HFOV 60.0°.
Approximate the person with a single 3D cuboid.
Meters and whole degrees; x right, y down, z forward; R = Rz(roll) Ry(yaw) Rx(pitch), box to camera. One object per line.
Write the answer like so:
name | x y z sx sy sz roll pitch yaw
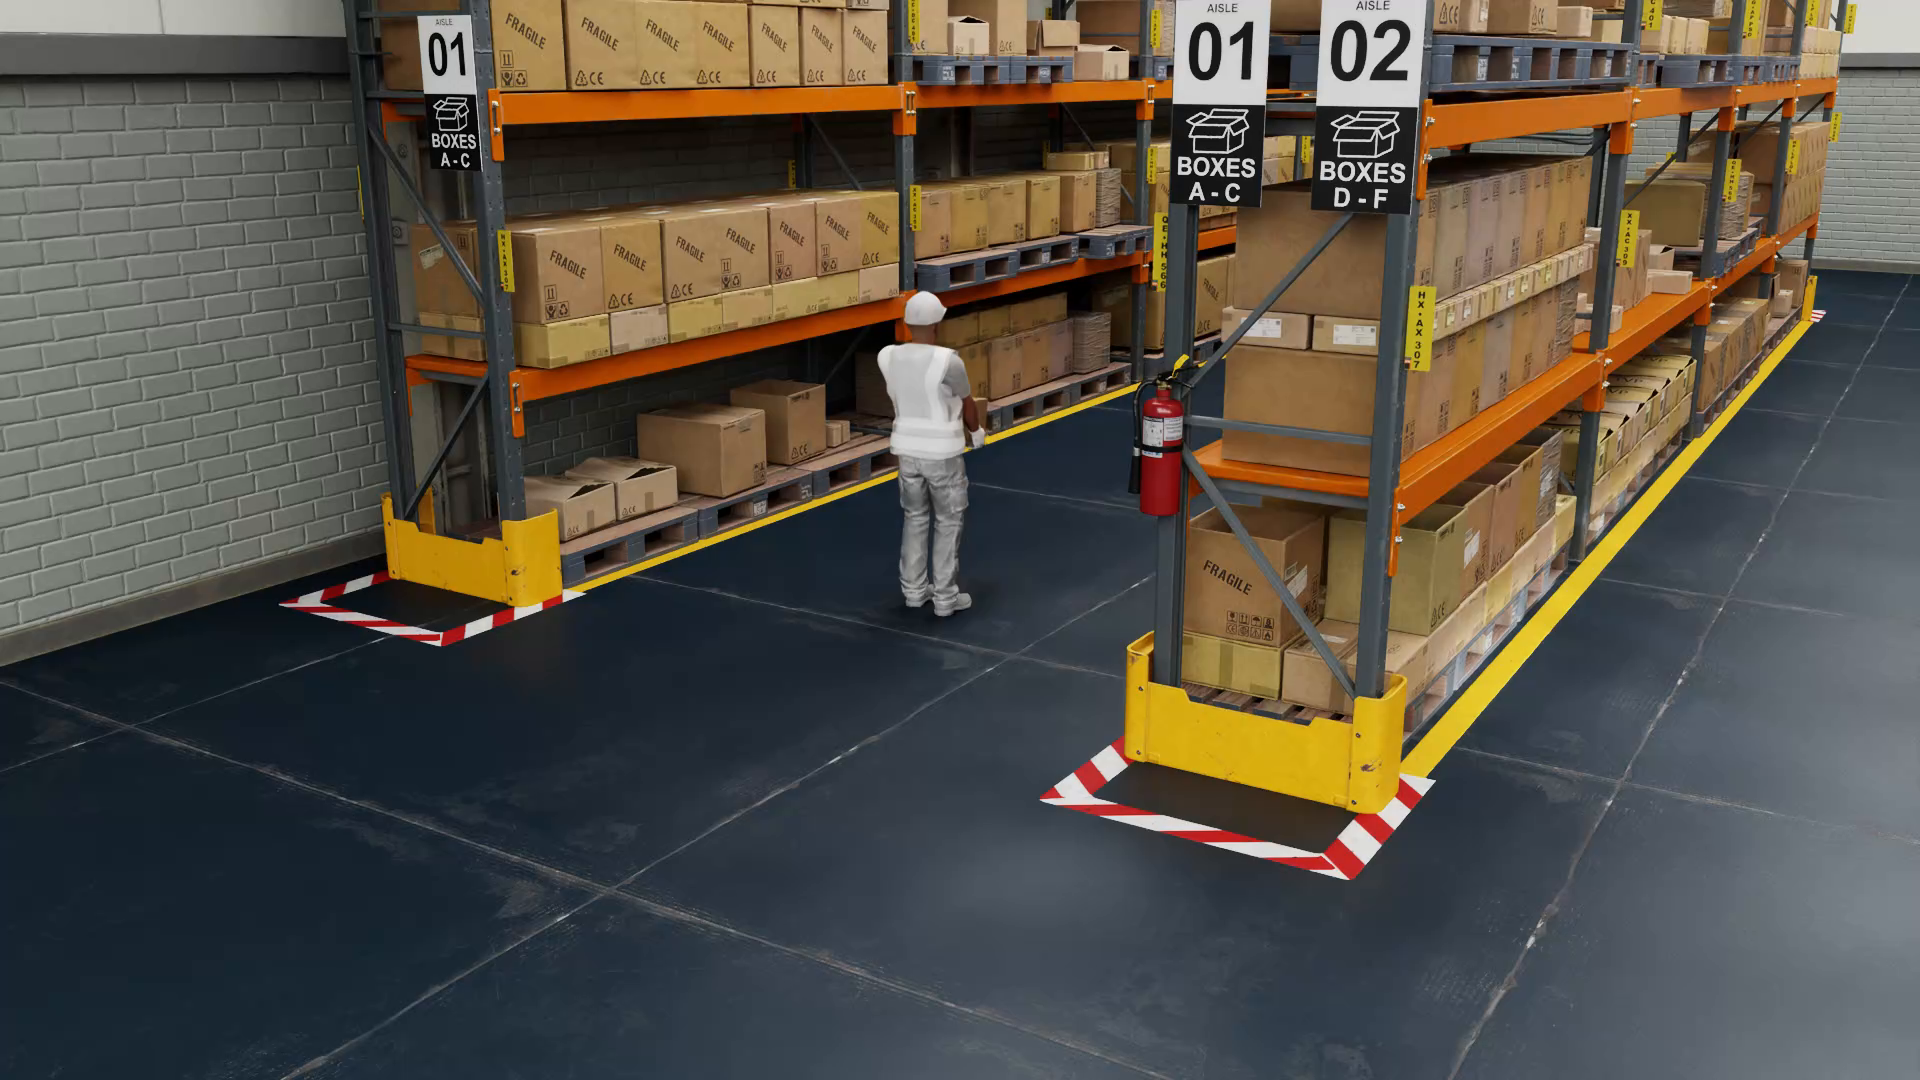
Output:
person | -0.129 -0.500 9.238 0.489 1.781 0.565 10 19 31
